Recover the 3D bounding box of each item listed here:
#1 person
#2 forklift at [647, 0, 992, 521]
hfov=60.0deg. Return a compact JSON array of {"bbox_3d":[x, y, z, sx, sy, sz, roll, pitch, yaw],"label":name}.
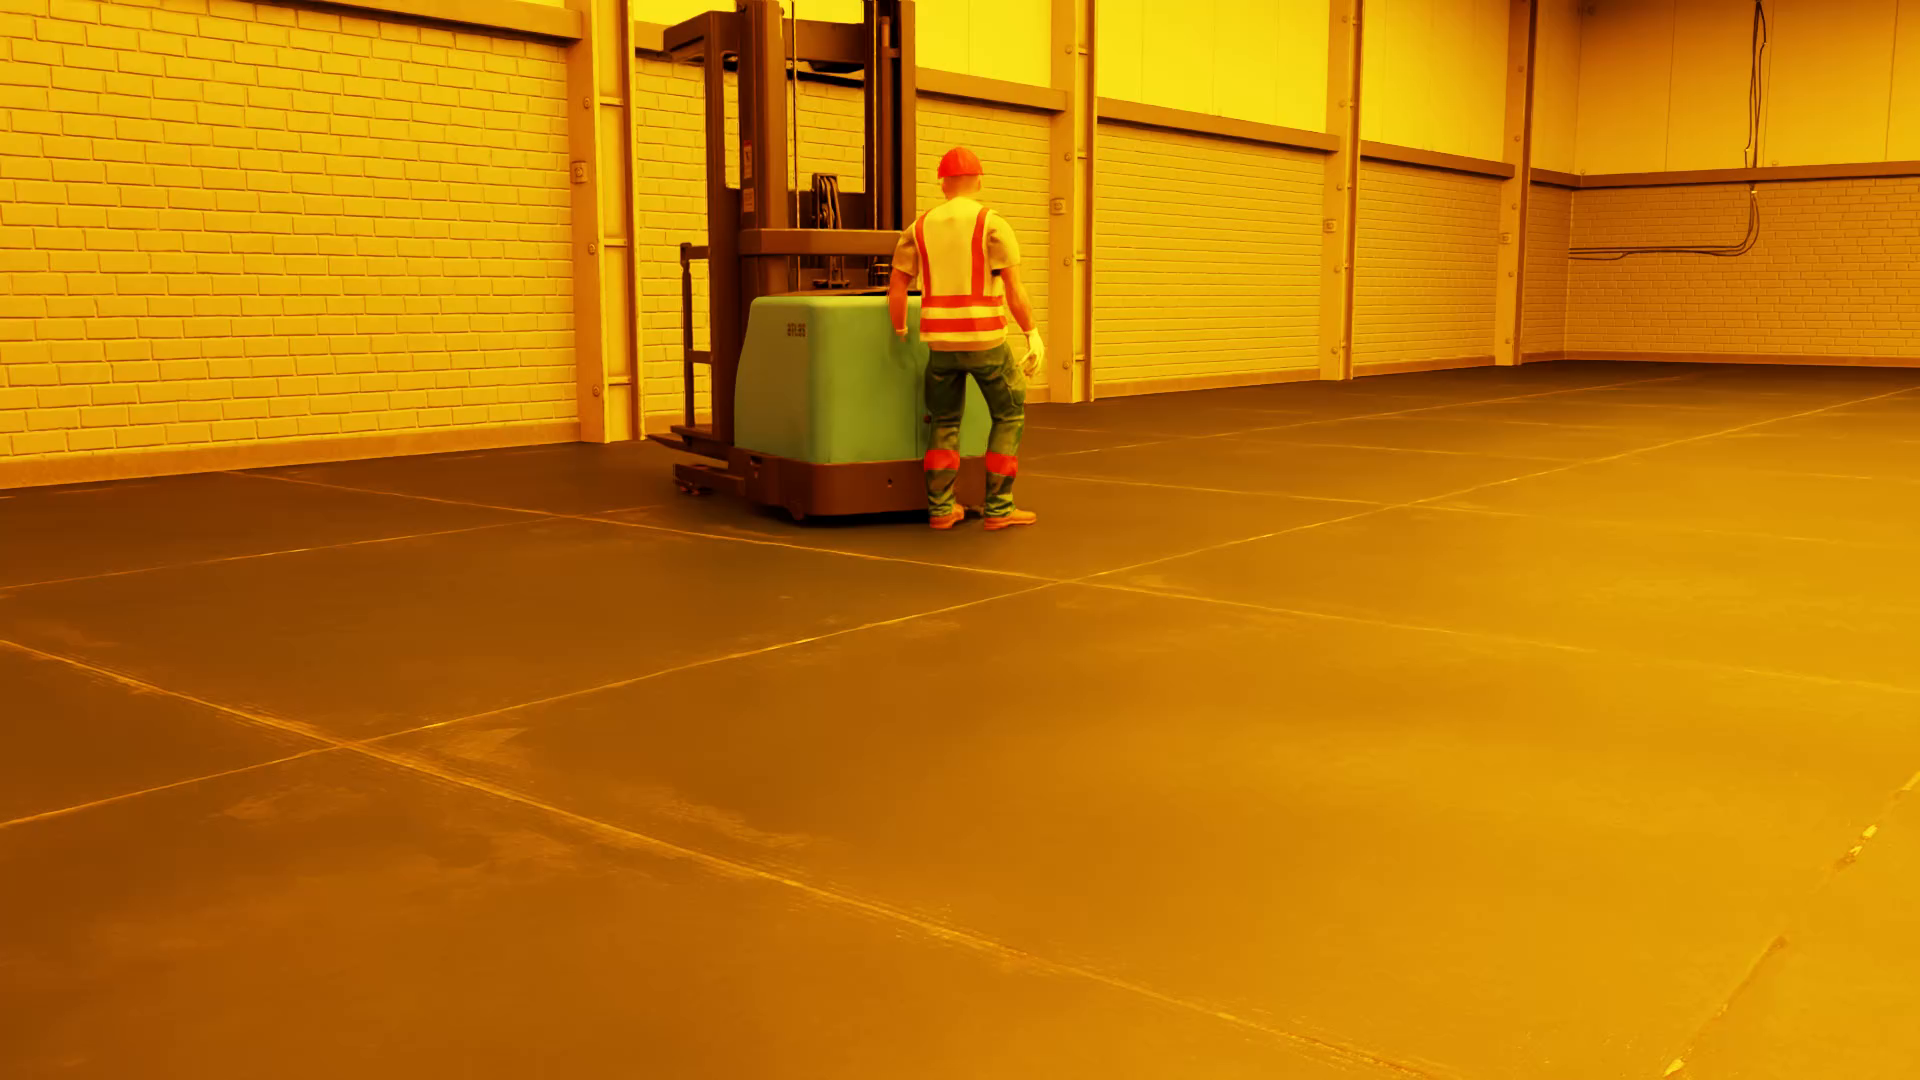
[{"bbox_3d":[0.054,-0.913,7.656,0.795,1.750,0.534,3,9,22],"label":"person"},{"bbox_3d":[-0.924,-1.714,8.997,1.130,2.935,3.031,-5,9,-28],"label":"forklift"}]
